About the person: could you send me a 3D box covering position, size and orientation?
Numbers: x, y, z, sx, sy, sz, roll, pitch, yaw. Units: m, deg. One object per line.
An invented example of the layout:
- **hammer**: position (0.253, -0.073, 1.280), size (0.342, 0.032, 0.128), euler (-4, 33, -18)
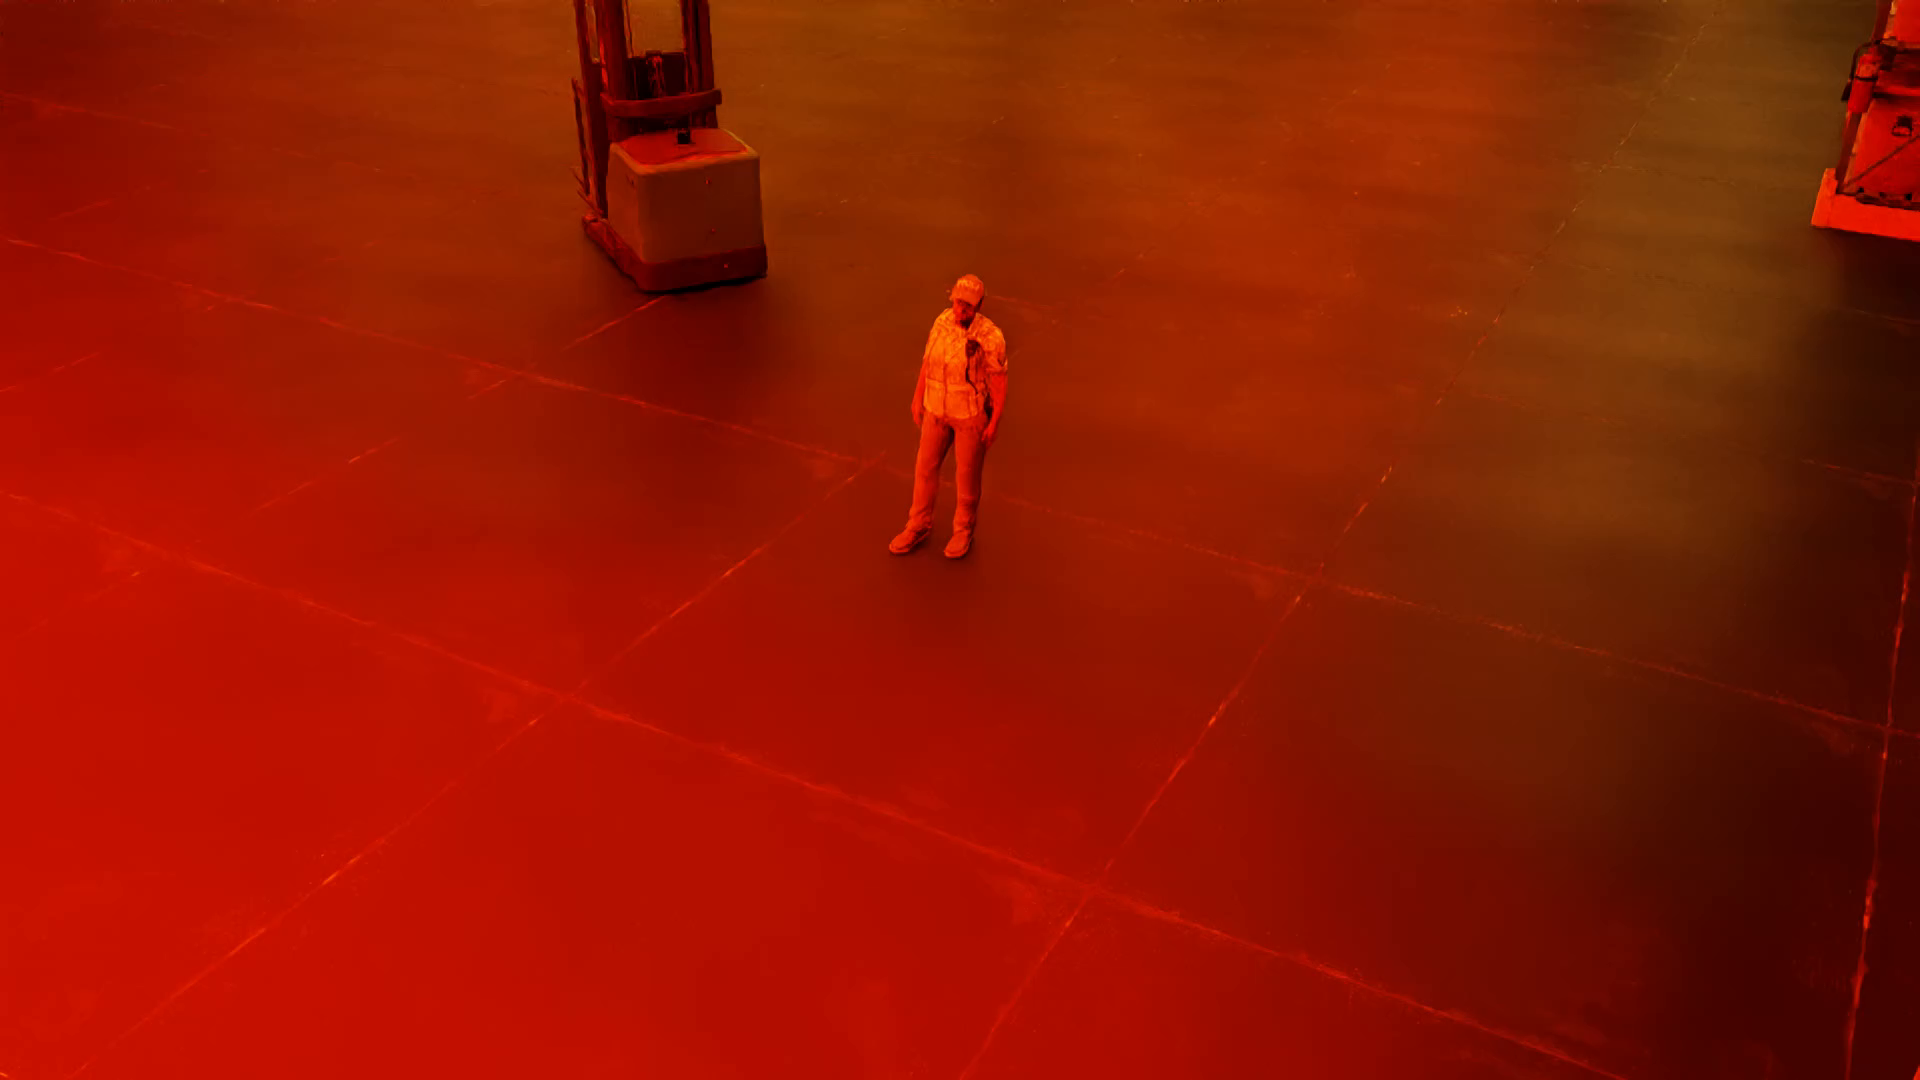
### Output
- **person**: position (-0.057, -0.700, 9.534), size (0.598, 1.669, 0.529), euler (15, 33, 25)

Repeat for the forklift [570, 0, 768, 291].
- **forklift**: position (-2.690, -3.974, 13.957), size (1.130, 2.935, 3.031), euler (-14, 33, -22)
